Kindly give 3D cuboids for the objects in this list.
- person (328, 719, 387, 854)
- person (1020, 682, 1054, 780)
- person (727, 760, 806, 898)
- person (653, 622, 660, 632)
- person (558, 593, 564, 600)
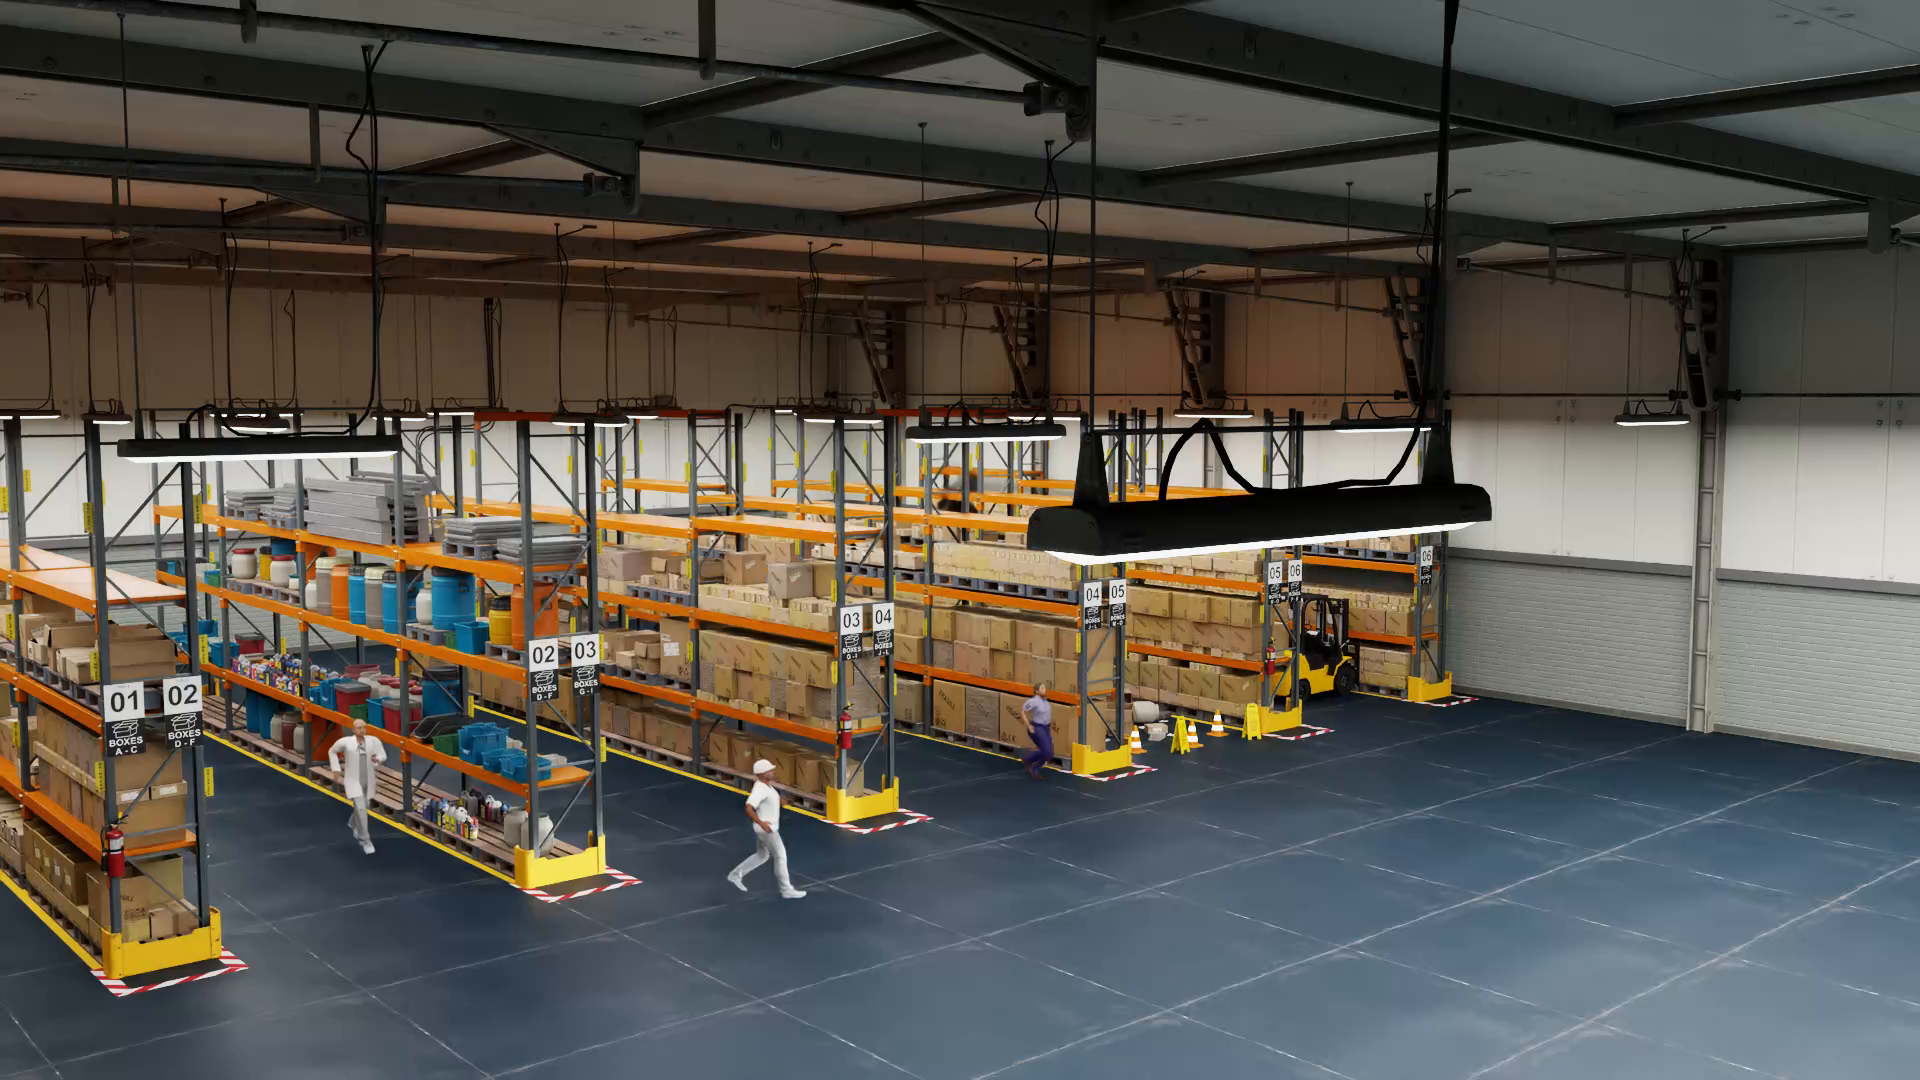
[{"bbox_3d":[-8.372,3.383,23.192,0.680,1.812,1.001,-5,7,-42],"label":"person"},{"bbox_3d":[1.338,3.178,27.343,0.522,1.507,0.604,3,6,31],"label":"person"},{"bbox_3d":[-2.424,3.605,20.773,0.987,1.745,0.706,-1,5,-10],"label":"person"},{"bbox_3d":[-7.378,1.935,41.204,0.543,1.557,0.617,2,5,22],"label":"person"},{"bbox_3d":[-9.342,2.089,38.818,0.667,1.705,0.663,-1,5,-14],"label":"person"}]
